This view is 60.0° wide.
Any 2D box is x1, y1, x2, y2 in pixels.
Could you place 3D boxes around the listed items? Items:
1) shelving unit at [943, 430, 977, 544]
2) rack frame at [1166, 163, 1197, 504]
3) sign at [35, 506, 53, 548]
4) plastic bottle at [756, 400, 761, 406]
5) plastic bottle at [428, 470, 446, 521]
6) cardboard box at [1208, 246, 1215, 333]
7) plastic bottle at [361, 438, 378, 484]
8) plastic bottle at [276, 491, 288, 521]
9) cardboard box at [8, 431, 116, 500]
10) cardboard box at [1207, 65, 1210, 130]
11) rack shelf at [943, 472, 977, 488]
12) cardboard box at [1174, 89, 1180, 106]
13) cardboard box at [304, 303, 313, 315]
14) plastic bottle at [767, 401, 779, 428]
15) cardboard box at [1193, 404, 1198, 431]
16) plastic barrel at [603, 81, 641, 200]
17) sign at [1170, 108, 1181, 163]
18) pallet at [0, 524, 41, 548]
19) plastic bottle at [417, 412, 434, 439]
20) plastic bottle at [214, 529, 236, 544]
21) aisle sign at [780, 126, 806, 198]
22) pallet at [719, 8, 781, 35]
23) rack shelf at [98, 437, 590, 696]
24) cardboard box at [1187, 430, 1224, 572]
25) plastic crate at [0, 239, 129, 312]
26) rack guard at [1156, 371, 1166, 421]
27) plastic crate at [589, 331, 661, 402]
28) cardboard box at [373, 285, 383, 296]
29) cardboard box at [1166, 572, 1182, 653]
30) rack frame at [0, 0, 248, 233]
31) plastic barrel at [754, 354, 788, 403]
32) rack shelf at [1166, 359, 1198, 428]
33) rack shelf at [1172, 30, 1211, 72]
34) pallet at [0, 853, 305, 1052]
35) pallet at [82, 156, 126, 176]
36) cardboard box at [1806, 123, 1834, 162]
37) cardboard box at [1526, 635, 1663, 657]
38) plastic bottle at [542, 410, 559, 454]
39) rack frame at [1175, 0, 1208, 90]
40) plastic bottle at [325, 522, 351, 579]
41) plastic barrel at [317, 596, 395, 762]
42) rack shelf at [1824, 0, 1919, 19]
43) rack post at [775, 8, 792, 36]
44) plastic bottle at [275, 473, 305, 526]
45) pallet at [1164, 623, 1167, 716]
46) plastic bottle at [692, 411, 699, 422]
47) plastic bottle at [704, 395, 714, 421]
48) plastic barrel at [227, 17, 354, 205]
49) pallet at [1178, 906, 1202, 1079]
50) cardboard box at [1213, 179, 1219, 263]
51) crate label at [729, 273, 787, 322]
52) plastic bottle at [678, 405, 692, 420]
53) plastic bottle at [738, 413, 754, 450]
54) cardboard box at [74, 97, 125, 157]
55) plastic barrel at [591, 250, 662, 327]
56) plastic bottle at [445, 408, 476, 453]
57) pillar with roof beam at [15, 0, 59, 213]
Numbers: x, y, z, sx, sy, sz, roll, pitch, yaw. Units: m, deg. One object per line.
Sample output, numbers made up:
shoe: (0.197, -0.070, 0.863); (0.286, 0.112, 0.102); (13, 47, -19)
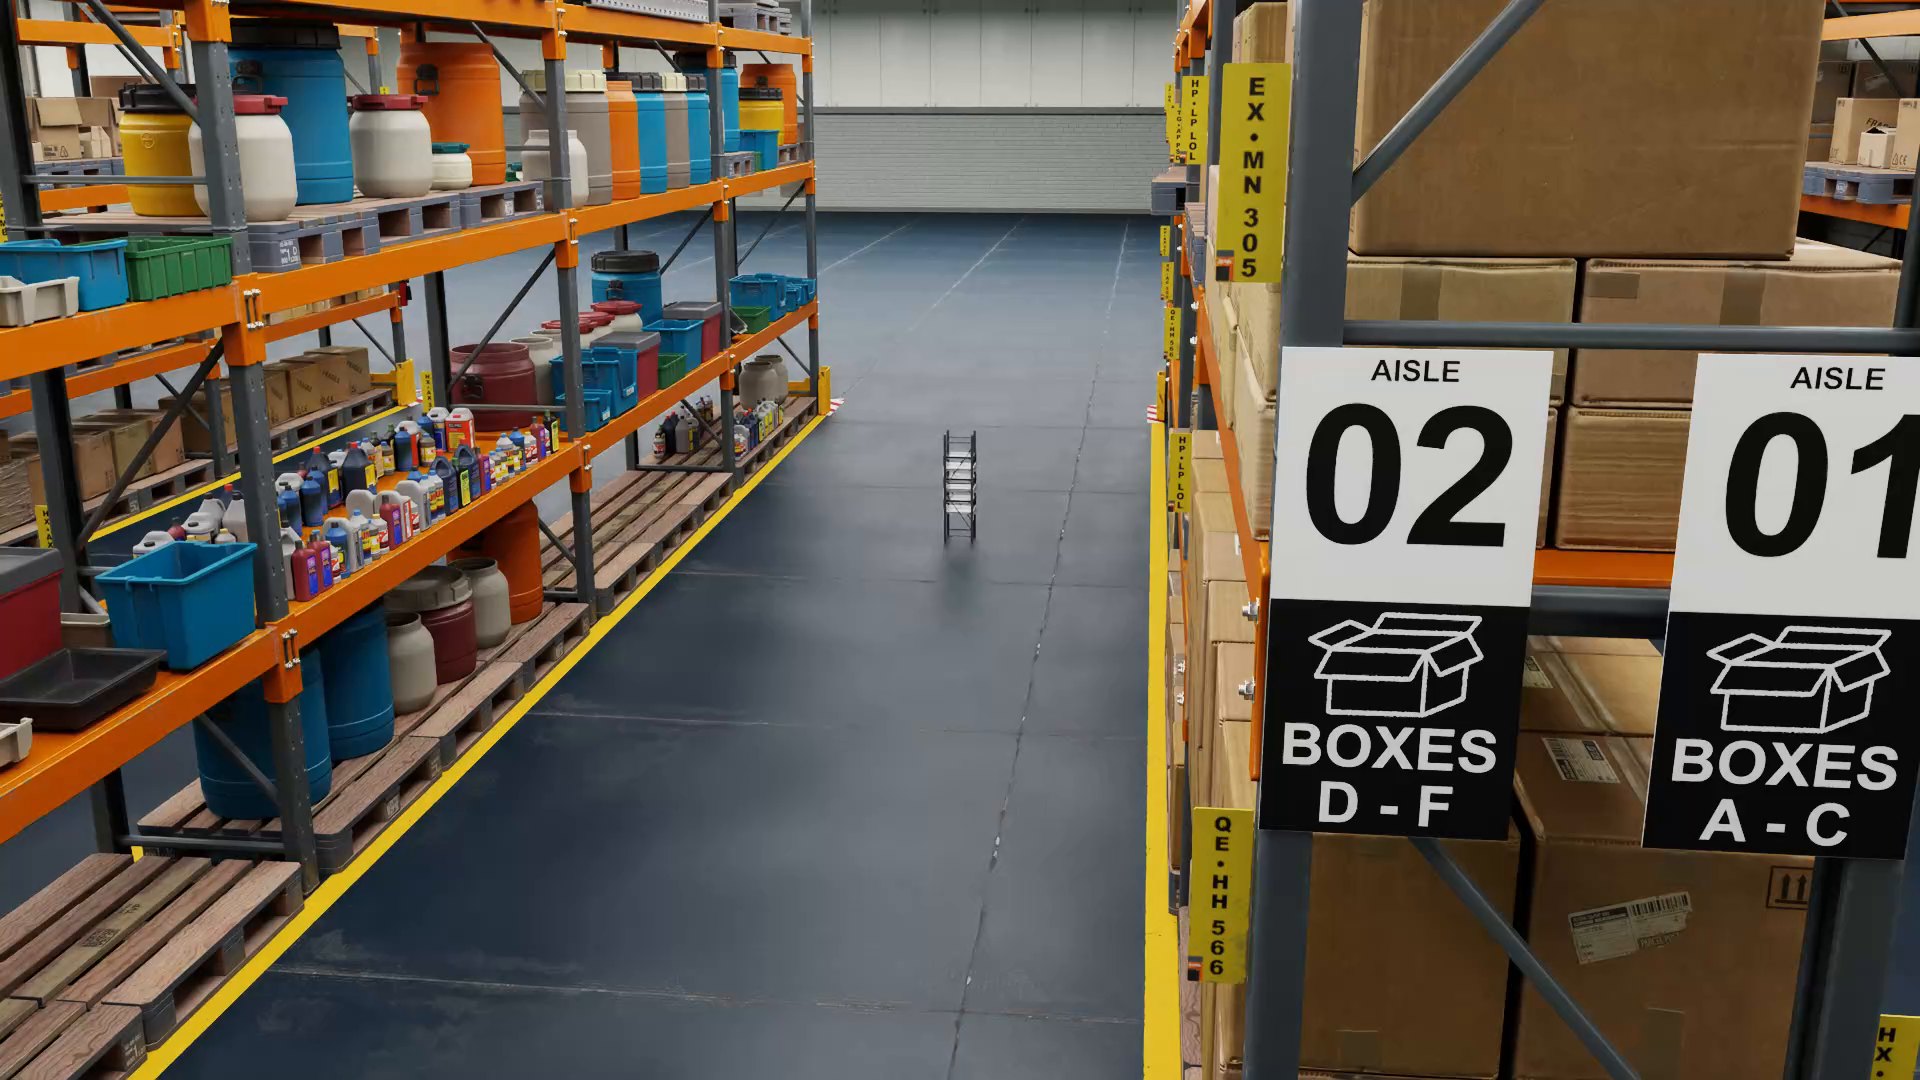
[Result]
shelving unit: (-0.001, -0.432, 13.537); (0.258, 0.900, 0.210); (2, 15, 6)
rack frame: (2.347, -1.770, 14.462); (1.000, 3.000, 0.127); (2, 15, 6)
sign: (-4.023, 0.008, 7.357); (0.100, 0.325, 0.005); (2, 15, 6)
plastic bottle: (-2.056, -1.305, 17.102); (0.061, 0.283, 0.133); (2, 15, 6)
plastic bottle: (-2.864, -0.244, 9.063); (0.097, 0.271, 0.097); (0, 15, 0)
cardboard box: (1.083, -0.822, 5.498); (0.500, 0.250, 0.500); (2, 15, 6)
plastic bottle: (-3.529, -0.471, 9.904); (0.097, 0.271, 0.097); (0, 15, 0)
plastic bottle: (-3.529, -0.118, 8.600); (0.097, 0.271, 0.097); (0, 15, 0)
cardboard box: (-7.721, -0.642, 14.235); (0.700, 0.500, 0.500); (0, 15, 1)
cardboard box: (2.238, -3.552, 13.350); (0.500, 0.500, 0.500); (2, 15, 7)
rack shelf: (-0.001, -0.487, 13.522); (0.258, 0.077, 0.200); (2, 15, 6)
cardboard box: (2.339, -4.151, 16.258); (0.500, 0.500, 0.500); (2, 15, 6)
cardboard box: (-7.033, -2.444, 17.436); (0.380, 0.149, 0.250); (2, 15, 6)
plastic bottle: (-1.950, -1.298, 17.092); (0.152, 0.276, 0.135); (2, 15, 7)
cardboard box: (1.582, -0.406, 8.422); (0.700, 0.500, 0.500); (-2, 15, -8)
plastic barrel: (-2.643, -2.911, 12.112); (0.600, 0.830, 0.708); (2, 15, 6)
sign: (1.345, -2.487, 10.224); (0.100, 0.325, 0.005); (2, 15, 6)
pallet: (-7.857, 0.118, 12.821); (1.003, 0.211, 1.213); (2, 15, 6)
plastic bottle: (-3.436, -0.685, 10.697); (0.097, 0.271, 0.097); (0, 15, 0)
plastic bottle: (-3.586, 0.046, 8.125); (0.097, 0.201, 0.097); (0, 15, 0)
aisle sign: (-1.820, -4.219, 18.539); (0.394, 0.787, 0.004); (2, 15, 6)
pallet: (-2.374, -5.061, 16.266); (1.003, 0.211, 1.213); (2, 15, 6)
rack shelf: (-3.251, -0.014, 9.344); (1.077, 0.370, 4.000); (2, 15, 6)
cardboard box: (1.112, -0.112, 6.224); (0.500, 0.500, 0.500); (2, 15, 8)
plastic crate: (-3.262, -0.964, 6.054); (0.416, 0.233, 0.300); (2, 15, 6)
rack guard: (2.801, -1.607, 18.648); (1.175, 0.500, 0.348); (2, 15, 6)
plastic crate: (-2.539, -1.321, 12.676); (0.402, 0.464, 0.583); (2, 15, 6)
cardboard box: (-6.871, -2.899, 19.118); (0.380, 0.149, 0.250); (2, 15, 6)
cardboard box: (1.507, 0.507, 9.986); (0.500, 0.500, 0.500); (1, 15, 4)
rack frame: (-3.477, -2.738, 6.548); (1.000, 3.000, 0.127); (2, 15, 6)
plastic barrel: (-2.121, -1.783, 18.472); (0.421, 0.512, 0.421); (0, 15, 0)
rack shelf: (2.121, -0.904, 12.637); (1.077, 0.370, 4.000); (2, 15, 6)
rack shelf: (2.573, -4.644, 15.743); (1.077, 0.370, 4.000); (2, 15, 6)
pallet: (-3.521, 1.696, 6.986); (1.003, 0.211, 1.213); (2, 15, 6)
pallet: (-7.671, -3.263, 14.597); (1.213, 0.211, 1.003); (2, 15, 6)
cardboard box: (7.081, -3.270, 14.032); (0.500, 0.500, 0.500); (2, 15, 8)
cardboard box: (1.418, 0.439, 4.187); (0.500, 0.500, 0.500); (2, 15, 7)
plastic bottle: (-2.647, -0.706, 10.749); (0.061, 0.283, 0.133); (2, 15, 6)
rack frame: (2.798, -5.704, 17.515); (1.000, 3.000, 0.127); (2, 15, 6)
plastic bottle: (-2.991, 0.047, 7.988); (0.097, 0.271, 0.097); (0, 15, 0)
plastic barrel: (-3.319, 0.644, 8.750); (0.600, 0.901, 0.708); (2, 15, 6)
rack shelf: (7.495, -4.691, 15.155); (1.077, 0.370, 4.000); (2, 15, 6)
rack post: (-2.335, -5.417, 17.412); (0.937, 0.300, 0.954); (3, 15, 12)
plastic bottle: (-3.614, -0.215, 8.947); (0.152, 0.276, 0.135); (2, 15, 6)
pallet: (1.774, 0.806, 10.277); (1.003, 0.211, 1.213); (2, 15, 6)
plastic bottle: (-2.625, -1.131, 16.458); (0.061, 0.283, 0.133); (2, 15, 6)
plastic bottle: (-2.637, -1.389, 17.435); (0.097, 0.271, 0.097); (0, 15, 0)
plastic barrel: (-3.436, -2.182, 8.473); (0.600, 0.901, 0.708); (2, 15, 6)
pallet: (1.366, 1.829, 6.494); (1.003, 0.211, 1.213); (2, 15, 6)
cardboard box: (1.020, -0.934, 4.954); (0.500, 0.250, 0.500); (2, 15, 6)
crate label: (-2.062, -2.486, 17.042); (0.502, 0.435, 0.616); (2, 15, 6)
plastic bottle: (-2.730, -1.160, 16.436); (0.144, 0.351, 0.185); (2, 15, 6)
plastic bottle: (-2.071, -1.048, 16.022); (0.144, 0.351, 0.185); (2, 15, 8)
cardboard box: (-7.647, -3.644, 14.644); (0.797, 0.503, 0.637); (1, 15, 3)
plastic barrel: (-2.919, -2.068, 14.602); (0.600, 0.901, 0.708); (2, 15, 6)
plastic bottle: (-3.244, -0.712, 10.788); (0.152, 0.276, 0.135); (2, 15, 6)
pillar with roof beam: (-16.489, -10.821, 36.441); (9.100, 9.000, 0.400); (2, 15, 6)
